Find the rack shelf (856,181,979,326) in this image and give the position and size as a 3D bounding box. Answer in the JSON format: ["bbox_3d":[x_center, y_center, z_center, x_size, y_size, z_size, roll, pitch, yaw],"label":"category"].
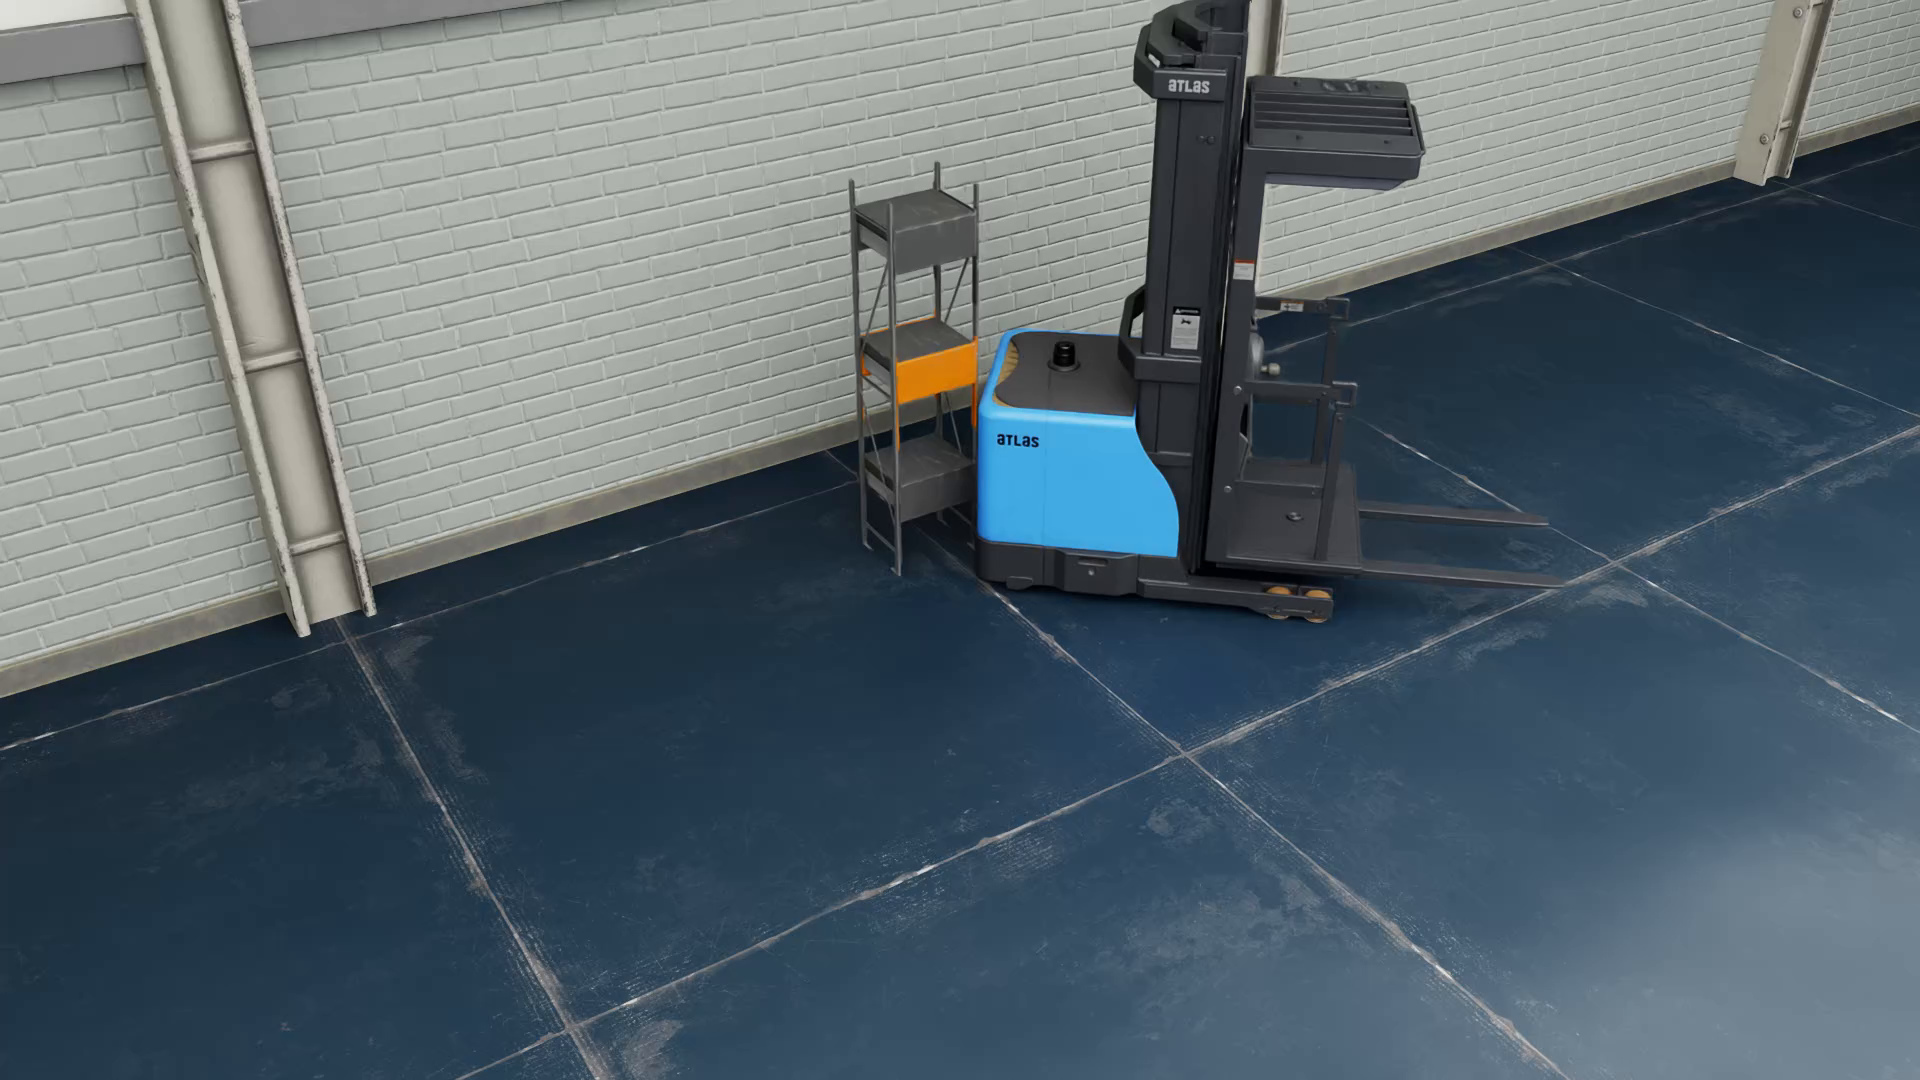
[{"bbox_3d":[-0.223,-1.430,8.262,0.480,0.518,0.431,-19,37,-27],"label":"rack shelf"}]

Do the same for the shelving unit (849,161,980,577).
[{"bbox_3d":[-0.223,-0.849,8.628,0.503,2.100,0.431,-19,37,-27],"label":"shelving unit"}]

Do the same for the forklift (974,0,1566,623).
[{"bbox_3d":[1.640,-1.120,8.278,3.031,2.935,1.130,5,33,8],"label":"forklift"}]

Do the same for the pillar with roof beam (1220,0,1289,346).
[{"bbox_3d":[4.098,-3.240,5.951,0.400,9.000,9.100,-19,37,-27],"label":"pillar with roof beam"}]

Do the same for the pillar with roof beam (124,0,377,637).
[{"bbox_3d":[-0.945,-1.505,3.202,0.400,9.000,9.100,-19,37,-27],"label":"pillar with roof beam"}]

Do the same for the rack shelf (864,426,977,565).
[{"bbox_3d":[-0.223,-0.246,9.009,0.480,0.518,0.431,-19,37,-27],"label":"rack shelf"}]

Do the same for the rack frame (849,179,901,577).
[{"bbox_3d":[-0.430,-0.780,8.519,0.015,2.100,0.400,-19,37,-27],"label":"rack frame"}]

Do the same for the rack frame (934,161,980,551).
[{"bbox_3d":[-0.017,-0.919,8.738,0.015,2.100,0.400,-19,37,-27],"label":"rack frame"}]

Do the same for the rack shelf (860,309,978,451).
[{"bbox_3d":[-0.223,-0.838,8.636,0.480,0.518,0.431,-19,37,-27],"label":"rack shelf"}]

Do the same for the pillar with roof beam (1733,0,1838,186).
[{"bbox_3d":[9.141,-4.974,8.701,0.400,9.000,9.100,-19,37,-27],"label":"pillar with roof beam"}]
